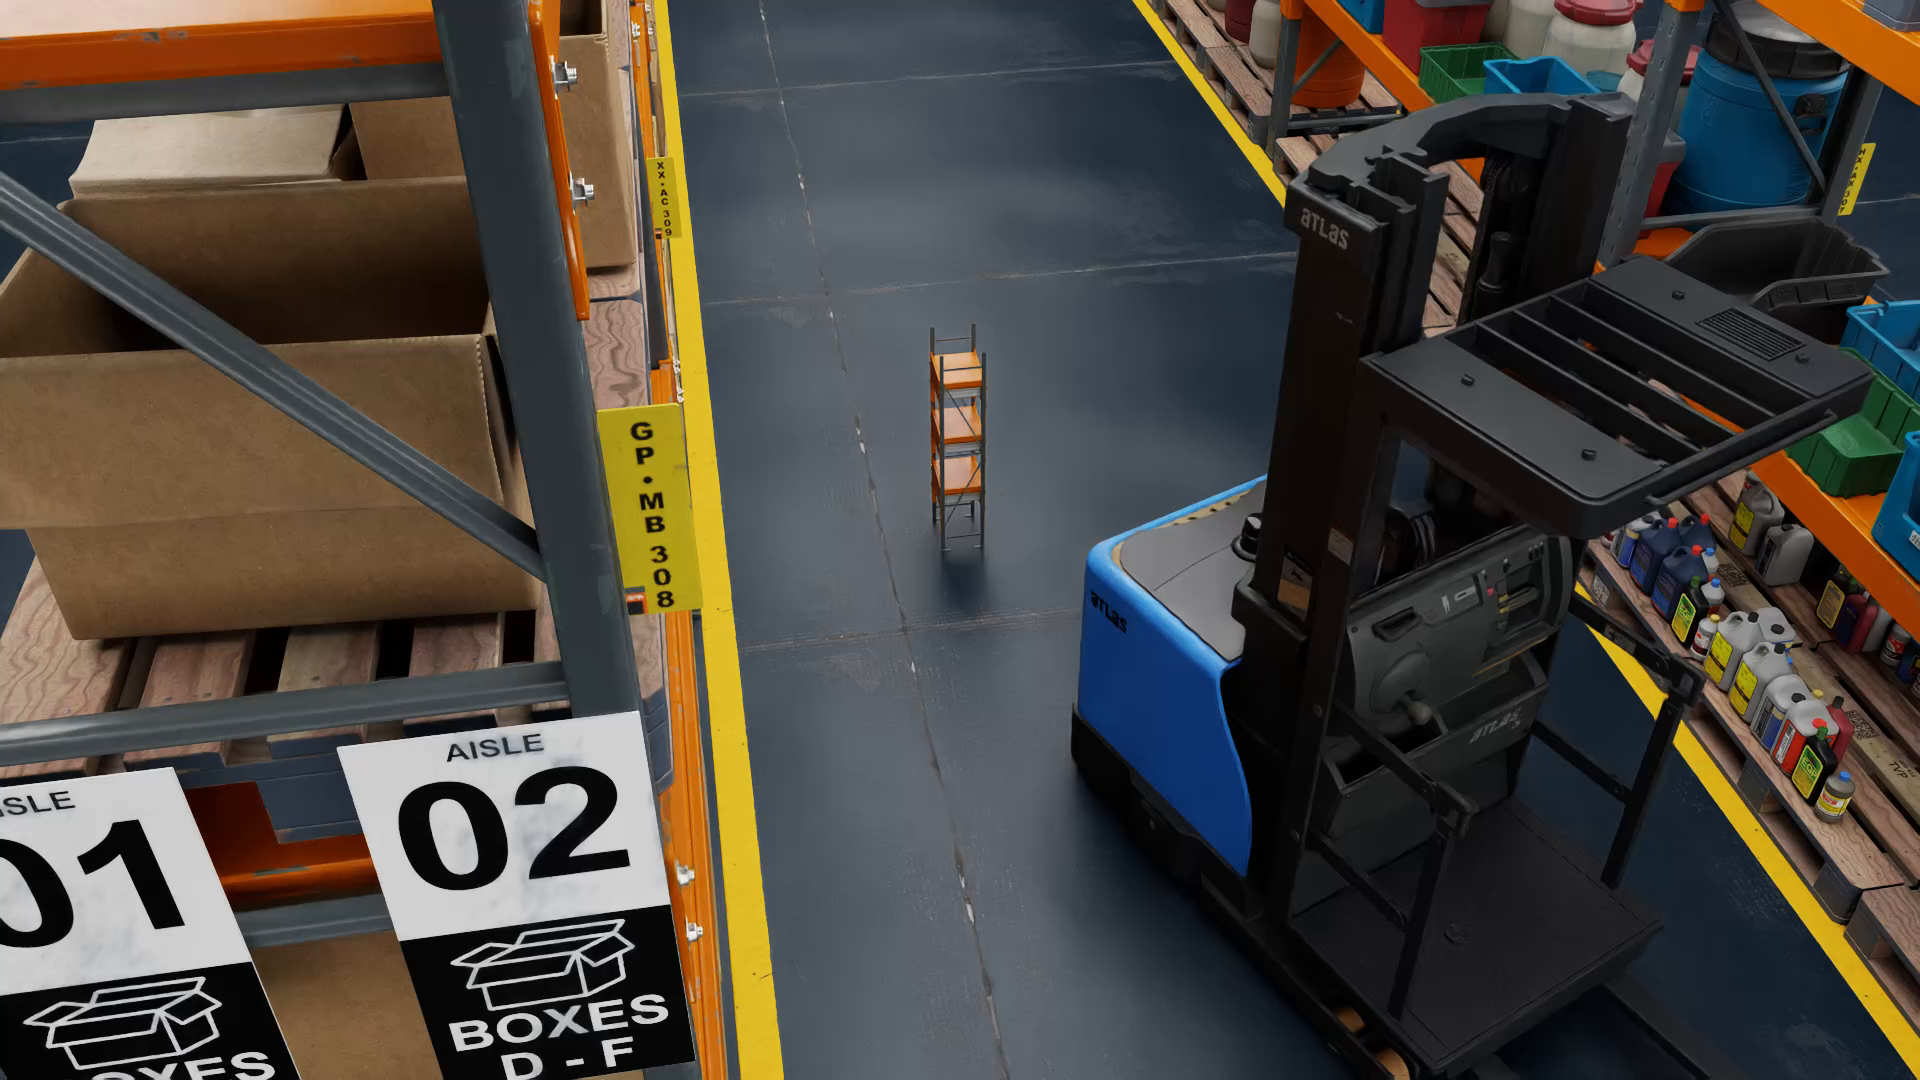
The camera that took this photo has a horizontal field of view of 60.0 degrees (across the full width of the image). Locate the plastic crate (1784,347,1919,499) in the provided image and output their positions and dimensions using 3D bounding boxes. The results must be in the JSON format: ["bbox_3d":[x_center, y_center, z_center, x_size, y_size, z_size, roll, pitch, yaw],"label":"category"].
[{"bbox_3d":[3.196,-0.429,6.030,0.450,0.188,0.662,-6,38,-8],"label":"plastic crate"}]

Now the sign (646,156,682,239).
[{"bbox_3d":[-1.096,-1.266,6.164,0.100,0.325,0.005,-6,38,-8],"label":"sign"}]

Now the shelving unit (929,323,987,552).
[{"bbox_3d":[-0.009,-0.447,7.470,0.215,1.050,0.252,-6,38,-8],"label":"shelving unit"}]

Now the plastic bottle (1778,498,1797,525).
[{"bbox_3d":[3.632,-0.132,7.276,0.144,0.351,0.185,-7,38,-9],"label":"plastic bottle"}]

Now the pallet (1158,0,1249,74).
[{"bbox_3d":[2.145,-3.884,12.578,1.003,0.211,1.213,-6,38,-8],"label":"pallet"}]

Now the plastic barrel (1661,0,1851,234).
[{"bbox_3d":[3.466,-1.827,7.247,0.600,0.901,0.708,-6,38,-8],"label":"plastic barrel"}]

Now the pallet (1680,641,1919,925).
[{"bbox_3d":[3.530,0.887,6.436,1.003,0.211,1.213,-6,38,-8],"label":"pallet"}]

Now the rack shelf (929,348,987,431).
[{"bbox_3d":[-0.009,-0.663,7.302,0.215,0.259,0.240,-6,38,-8],"label":"rack shelf"}]

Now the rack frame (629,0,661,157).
[{"bbox_3d":[-2.343,-3.248,9.486,1.000,3.000,0.127,-6,38,-8],"label":"rack frame"}]

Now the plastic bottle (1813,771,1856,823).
[{"bbox_3d":[3.183,0.923,6.040,0.097,0.201,0.097,0,38,0],"label":"plastic bottle"}]

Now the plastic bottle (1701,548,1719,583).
[{"bbox_3d":[3.113,0.148,6.980,0.097,0.271,0.097,0,38,0],"label":"plastic bottle"}]

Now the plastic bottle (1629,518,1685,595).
[{"bbox_3d":[2.969,0.042,7.052,0.144,0.351,0.185,-5,38,-7],"label":"plastic bottle"}]

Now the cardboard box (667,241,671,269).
[{"bbox_3d":[-1.917,-1.726,9.425,0.500,0.250,0.500,-7,38,-8],"label":"cardboard box"}]

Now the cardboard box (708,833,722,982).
[{"bbox_3d":[-1.077,1.250,5.595,0.500,0.250,0.500,-6,38,-8],"label":"cardboard box"}]

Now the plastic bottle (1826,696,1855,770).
[{"bbox_3d":[3.271,0.723,6.230,0.061,0.283,0.133,-6,38,-8],"label":"plastic bottle"}]

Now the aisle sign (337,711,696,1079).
[{"bbox_3d":[-0.627,0.564,2.460,0.394,0.787,0.004,-6,38,-8],"label":"aisle sign"}]

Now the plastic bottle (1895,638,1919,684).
[{"bbox_3d":[3.813,0.439,6.606,0.097,0.271,0.097,0,38,0],"label":"plastic bottle"}]

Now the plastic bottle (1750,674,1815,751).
[{"bbox_3d":[3.142,0.654,6.325,0.152,0.276,0.135,-7,38,-9],"label":"plastic bottle"}]

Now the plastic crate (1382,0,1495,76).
[{"bbox_3d":[2.516,-2.795,8.850,0.402,0.464,0.583,-6,38,-8],"label":"plastic crate"}]

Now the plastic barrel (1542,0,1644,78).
[{"bbox_3d":[3.155,-2.461,8.362,0.433,0.535,0.433,0,38,0],"label":"plastic barrel"}]

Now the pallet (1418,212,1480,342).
[{"bbox_3d":[2.842,-1.470,9.470,1.003,0.211,1.213,-6,38,-8],"label":"pallet"}]

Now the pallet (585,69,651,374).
[{"bbox_3d":[-1.256,-0.734,3.877,1.003,0.211,1.213,-6,38,-8],"label":"pallet"}]

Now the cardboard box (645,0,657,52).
[{"bbox_3d":[-2.322,-3.359,11.308,0.500,0.500,0.500,-7,38,-9],"label":"cardboard box"}]

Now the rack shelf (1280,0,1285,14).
[{"bbox_3d":[2.184,-4.703,11.944,1.077,0.370,4.000,-6,38,-8],"label":"rack shelf"}]

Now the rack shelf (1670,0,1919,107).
[{"bbox_3d":[3.586,-1.055,4.804,1.077,0.370,4.000,-6,38,-8],"label":"rack shelf"}]

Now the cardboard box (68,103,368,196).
[{"bbox_3d":[-1.499,-0.790,3.493,0.500,0.311,0.500,-2,38,-3],"label":"cardboard box"}]

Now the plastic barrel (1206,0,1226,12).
[{"bbox_3d":[2.047,-4.269,12.486,0.421,0.512,0.421,0,38,0],"label":"plastic barrel"}]

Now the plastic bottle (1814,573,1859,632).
[{"bbox_3d":[3.626,0.232,6.862,0.061,0.283,0.133,-6,38,-8],"label":"plastic bottle"}]

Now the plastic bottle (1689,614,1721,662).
[{"bbox_3d":[3.028,0.388,6.727,0.097,0.201,0.097,0,38,0],"label":"plastic bottle"}]

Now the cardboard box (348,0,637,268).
[{"bbox_3d":[-0.962,-0.894,3.473,0.500,0.500,0.500,-6,38,-8],"label":"cardboard box"}]

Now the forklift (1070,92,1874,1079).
[{"bbox_3d":[1.651,0.322,4.947,1.130,2.935,3.031,-21,43,-25],"label":"forklift"}]

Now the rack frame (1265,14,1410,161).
[{"bbox_3d":[2.534,-3.779,10.169,1.000,3.000,0.127,-6,38,-8],"label":"rack frame"}]

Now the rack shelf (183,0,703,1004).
[{"bbox_3d":[-1.291,-0.525,4.122,1.077,0.370,4.000,-6,38,-8],"label":"rack shelf"}]

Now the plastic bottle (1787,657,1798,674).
[{"bbox_3d":[3.220,0.545,6.526,0.097,0.201,0.097,0,38,0],"label":"plastic bottle"}]

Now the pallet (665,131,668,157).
[{"bbox_3d":[-2.437,-2.602,10.927,1.003,0.211,1.213,-6,38,-8],"label":"pallet"}]

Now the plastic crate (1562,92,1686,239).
[{"bbox_3d":[2.849,-1.647,7.373,0.402,0.464,0.583,-6,38,-8],"label":"plastic crate"}]

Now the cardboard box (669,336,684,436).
[{"bbox_3d":[-1.551,-0.713,7.664,0.500,0.311,0.500,-7,38,-8],"label":"cardboard box"}]

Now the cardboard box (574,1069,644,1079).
[{"bbox_3d":[-0.797,1.028,3.371,0.380,0.149,0.250,-6,38,-8],"label":"cardboard box"}]

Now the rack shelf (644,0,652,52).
[{"bbox_3d":[-2.694,-4.172,11.262,1.077,0.370,4.000,-6,38,-8],"label":"rack shelf"}]

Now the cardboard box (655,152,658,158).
[{"bbox_3d":[-1.911,-1.946,9.252,0.500,0.311,0.500,-7,38,-9],"label":"cardboard box"}]

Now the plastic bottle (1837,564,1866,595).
[{"bbox_3d":[3.723,0.179,6.876,0.144,0.351,0.185,-6,38,-8],"label":"plastic bottle"}]

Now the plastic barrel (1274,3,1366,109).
[{"bbox_3d":[2.432,-3.381,11.084,0.600,0.830,0.708,-6,38,-8],"label":"plastic barrel"}]
